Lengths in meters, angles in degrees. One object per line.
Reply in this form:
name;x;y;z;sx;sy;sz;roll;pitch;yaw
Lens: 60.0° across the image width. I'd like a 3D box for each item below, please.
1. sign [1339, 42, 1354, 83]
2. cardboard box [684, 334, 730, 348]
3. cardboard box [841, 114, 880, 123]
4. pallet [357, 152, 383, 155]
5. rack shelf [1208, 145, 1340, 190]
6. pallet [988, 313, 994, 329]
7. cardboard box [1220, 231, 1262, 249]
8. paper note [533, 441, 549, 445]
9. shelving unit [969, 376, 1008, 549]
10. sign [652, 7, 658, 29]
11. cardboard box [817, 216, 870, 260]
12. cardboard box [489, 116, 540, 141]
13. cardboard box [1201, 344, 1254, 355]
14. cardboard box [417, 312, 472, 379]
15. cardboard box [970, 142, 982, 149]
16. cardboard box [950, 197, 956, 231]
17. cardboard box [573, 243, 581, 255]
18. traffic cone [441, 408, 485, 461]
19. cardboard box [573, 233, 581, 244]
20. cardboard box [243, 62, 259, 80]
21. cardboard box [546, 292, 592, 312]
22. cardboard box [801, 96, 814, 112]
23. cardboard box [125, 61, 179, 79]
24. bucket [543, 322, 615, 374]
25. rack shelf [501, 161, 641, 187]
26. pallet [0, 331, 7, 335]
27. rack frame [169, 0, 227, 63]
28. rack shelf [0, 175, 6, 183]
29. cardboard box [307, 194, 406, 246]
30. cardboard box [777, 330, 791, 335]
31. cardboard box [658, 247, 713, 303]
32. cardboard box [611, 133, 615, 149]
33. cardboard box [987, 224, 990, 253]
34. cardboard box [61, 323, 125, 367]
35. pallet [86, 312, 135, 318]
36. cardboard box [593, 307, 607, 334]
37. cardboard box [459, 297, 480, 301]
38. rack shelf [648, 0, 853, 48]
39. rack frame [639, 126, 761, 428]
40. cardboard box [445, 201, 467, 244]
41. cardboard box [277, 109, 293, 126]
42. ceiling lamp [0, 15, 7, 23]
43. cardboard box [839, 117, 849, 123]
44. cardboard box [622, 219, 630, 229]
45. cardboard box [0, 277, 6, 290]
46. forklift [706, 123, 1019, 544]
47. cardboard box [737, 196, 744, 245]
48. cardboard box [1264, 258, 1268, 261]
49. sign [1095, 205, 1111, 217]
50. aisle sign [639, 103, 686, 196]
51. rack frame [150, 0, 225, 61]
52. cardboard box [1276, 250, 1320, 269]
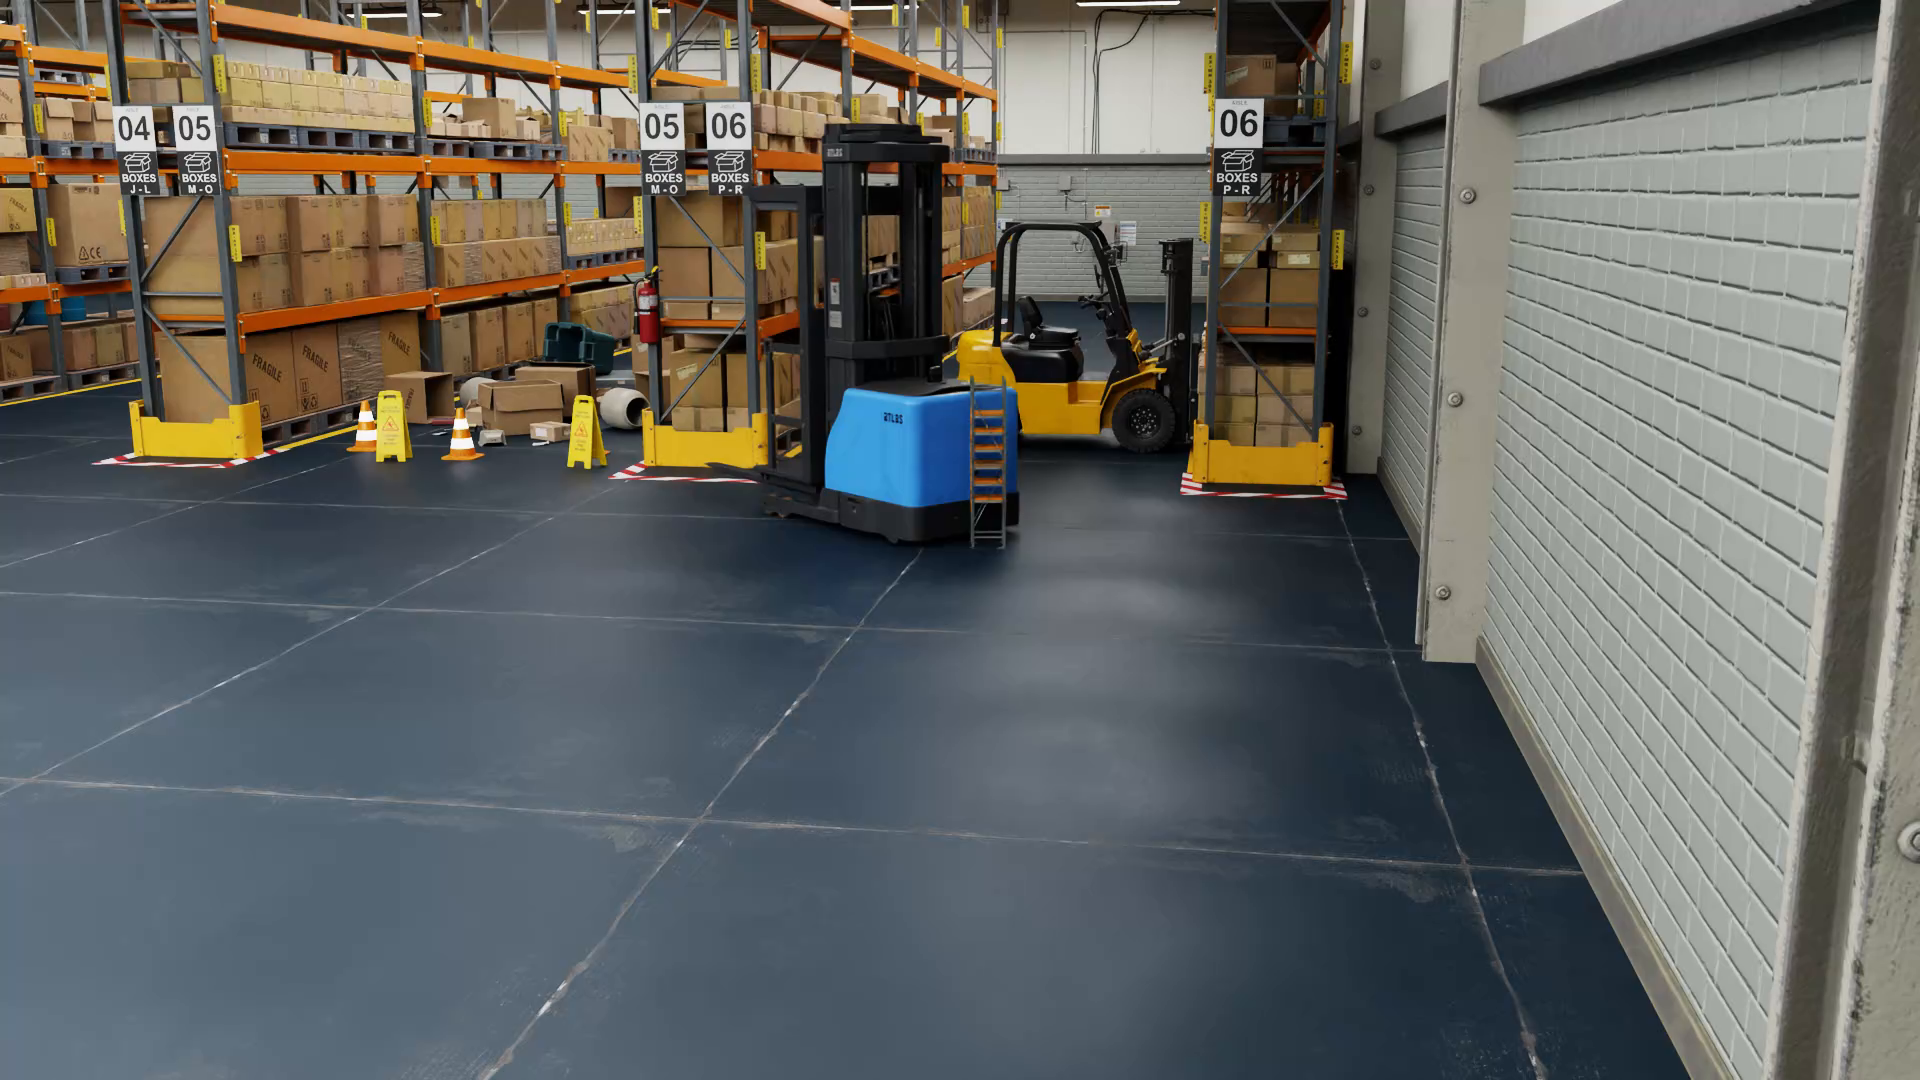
sign;3.153;-3.897;13.573;0.100;0.325;0.005;2;12;9
cardboard box;-2.444;-1.942;16.097;0.380;0.149;0.250;2;12;10
cardboard box;-1.199;-4.683;18.844;0.500;0.250;0.500;2;12;7
pallet;-10.110;-6.556;28.384;1.003;0.211;1.213;2;12;9
rack shelf;2.913;-3.515;15.770;1.077;0.370;4.000;2;12;9
pallet;0.115;-3.942;29.785;1.003;0.211;1.213;2;12;9
cardboard box;2.459;-2.629;14.589;0.380;0.149;0.250;2;12;9
paper note;-4.121;-0.954;16.346;0.148;0.019;0.142;-2;12;-11
shelving unit;0.197;-0.544;11.669;0.258;1.200;0.189;0;12;-2
sign;-4.812;-8.231;26.234;0.100;0.325;0.005;2;12;9
cardboard box;-1.329;-3.464;19.008;0.500;0.500;0.500;2;12;10
cardboard box;-5.840;-5.398;21.779;0.500;0.311;0.500;2;12;9
cardboard box;2.594;-1.757;16.181;0.500;0.250;0.500;2;12;8
cardboard box;-6.585;-2.353;20.137;1.050;0.750;0.750;2;12;8
cardboard box;0.195;-6.886;29.066;0.380;0.149;0.250;1;12;4
cardboard box;-0.347;-4.970;25.326;0.500;0.500;0.500;2;12;10
cardboard box;-5.666;-4.173;23.838;0.380;0.149;0.250;2;12;11
traffic cone;-4.657;-1.000;15.536;0.336;0.463;0.334;2;12;9
cardboard box;-5.664;-4.327;23.845;0.380;0.149;0.250;2;12;11
cardboard box;-6.801;-4.382;15.556;0.380;0.149;0.250;2;12;9
cardboard box;-5.631;-3.434;23.965;0.500;0.250;0.500;1;12;6
cardboard box;-1.662;-4.311;16.460;0.380;0.149;0.250;2;12;9
cardboard box;-7.490;-4.352;15.416;0.380;0.149;0.250;2;12;9
bucket;-4.334;-2.156;19.038;0.726;0.611;0.620;7;4;28
rack shelf;-5.669;-5.479;24.887;1.077;0.370;4.000;2;12;9
pallet;-15.676;-3.093;25.844;1.003;0.211;1.213;2;12;9
rack frame;-14.525;-8.889;31.878;1.000;3.000;0.127;2;12;9
rack shelf;-19.727;-6.816;31.087;1.077;0.370;4.000;2;12;9
cardboard box;-6.652;-3.523;18.302;0.875;0.550;0.550;2;12;9
cardboard box;-2.113;-1.978;17.803;0.500;0.500;0.500;2;12;11
cardboard box;-2.489;-2.460;15.345;0.500;0.500;0.500;2;12;8
cardboard box;-5.704;-6.233;25.889;0.500;0.311;0.500;2;12;8
cardboard box;0.256;-5.310;29.277;0.500;0.500;0.500;2;12;7
cardboard box;-11.269;-2.516;21.439;0.700;0.500;0.500;2;12;8
pallet;-15.066;-3.915;29.656;1.003;0.211;1.213;2;12;9
cardboard box;-5.541;-3.176;24.545;0.500;0.500;0.500;2;12;9
cardboard box;-9.651;-4.826;31.315;0.875;0.875;0.875;2;12;9
rack shelf;-1.992;-5.140;16.197;1.077;0.370;4.000;2;12;9
rack frame;-2.300;-2.144;14.821;1.000;3.000;0.127;2;12;9
cardboard box;-6.444;-3.864;20.193;0.700;0.500;0.500;2;12;8
cardboard box;-6.721;-4.100;16.139;0.380;0.149;0.250;2;12;9
ceiling lamp;-21.406;-12.540;34.966;2.000;3.185;0.800;2;12;9
cardboard box;-1.487;-4.414;17.885;0.500;0.250;0.500;2;12;8
cardboard box;-5.352;-4.900;25.799;0.380;0.149;0.250;2;12;8
cardboard box;-11.293;-2.963;19.218;0.380;0.149;0.250;2;12;9
forklift;-0.900;-1.658;12.729;1.130;2.935;3.031;-10;16;-39
cardboard box;-2.352;-3.045;15.688;0.700;0.500;0.500;2;12;9
cardboard box;3.174;-2.446;15.984;0.500;0.500;0.500;2;12;10
sign;3.035;-6.999;35.390;0.339;0.242;0.001;2;12;9
aisle sign;-2.596;-3.411;14.531;0.394;0.787;0.004;2;12;9
rack frame;-10.862;-7.063;23.406;1.000;3.000;0.127;2;12;9
cardboard box;2.914;-2.412;14.288;0.380;0.149;0.250;2;12;7
